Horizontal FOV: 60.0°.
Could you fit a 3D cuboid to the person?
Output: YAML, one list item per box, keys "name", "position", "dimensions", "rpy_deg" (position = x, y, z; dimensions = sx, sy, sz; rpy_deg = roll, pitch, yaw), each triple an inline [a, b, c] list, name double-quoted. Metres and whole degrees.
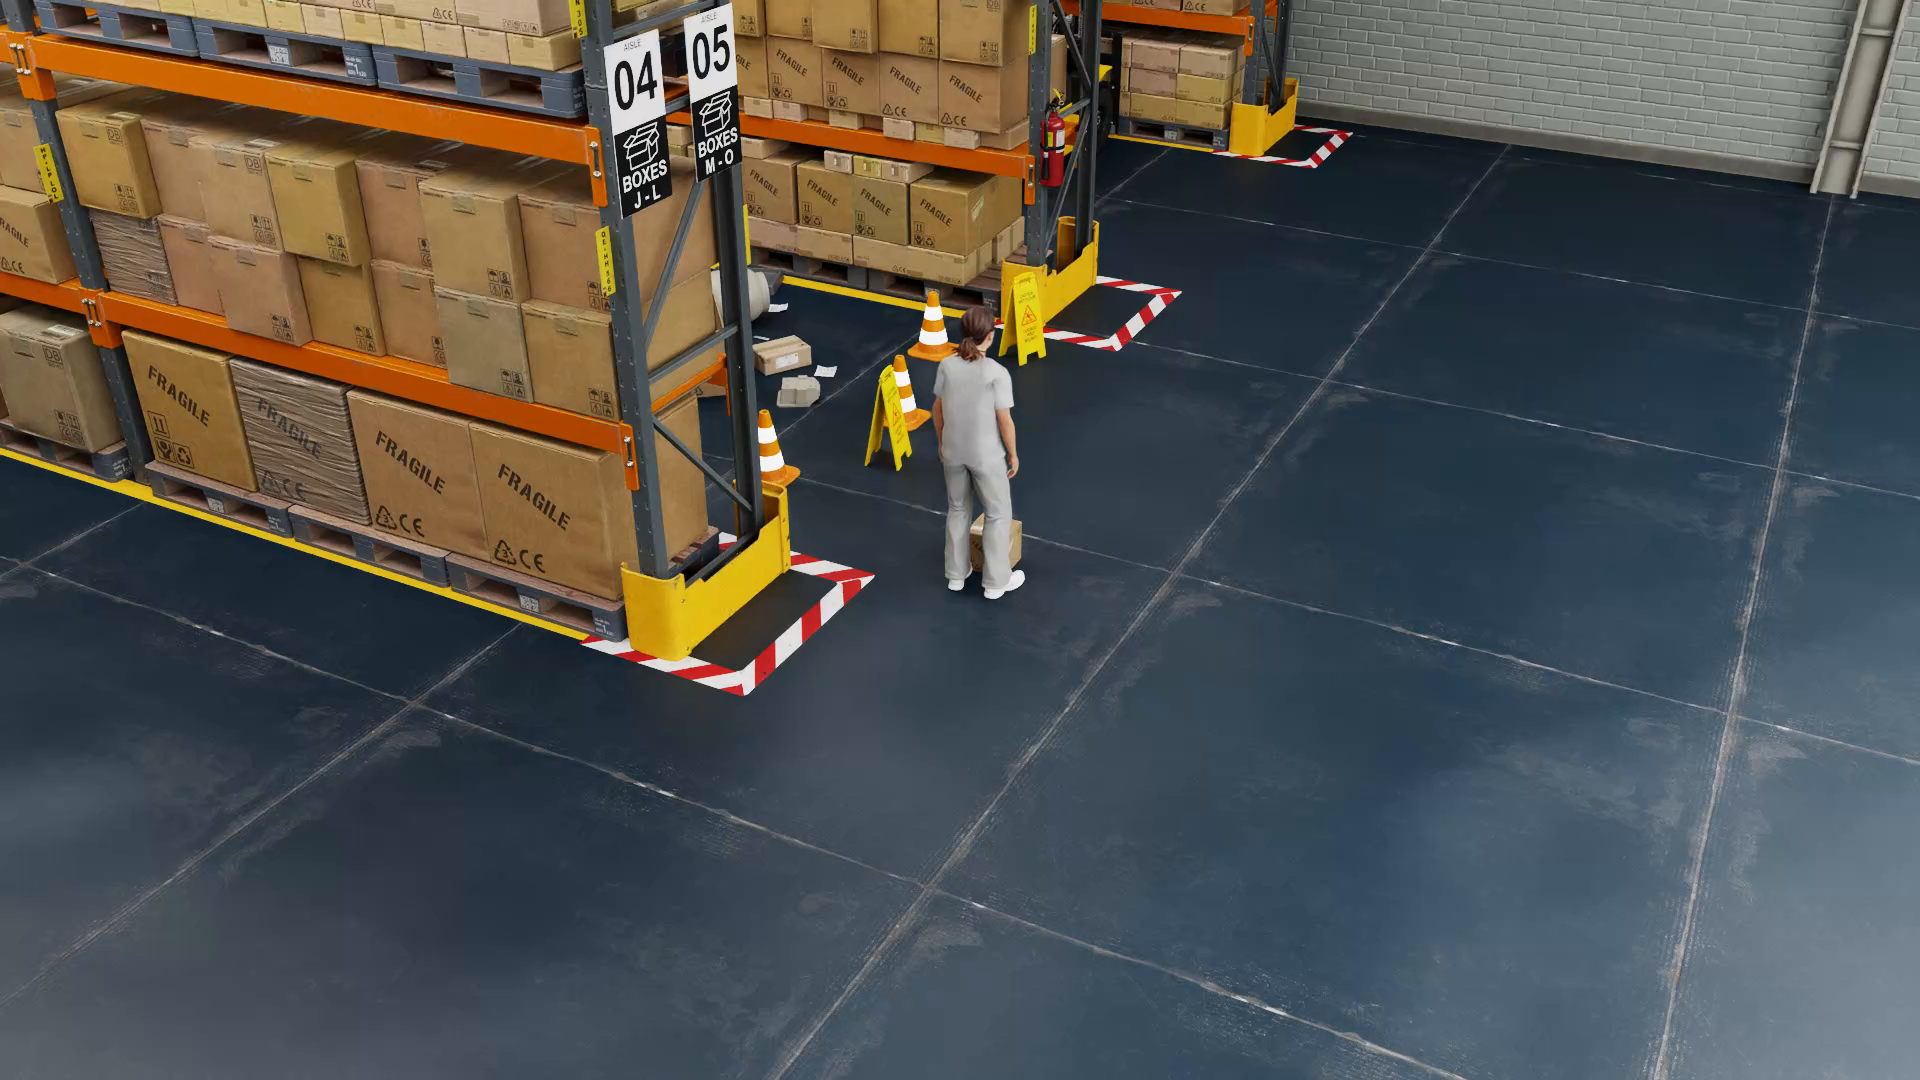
- name: "person"
  position: [0.090, -0.472, 9.100]
  dimensions: [0.485, 1.673, 0.359]
  rpy_deg: [15, 33, 24]
